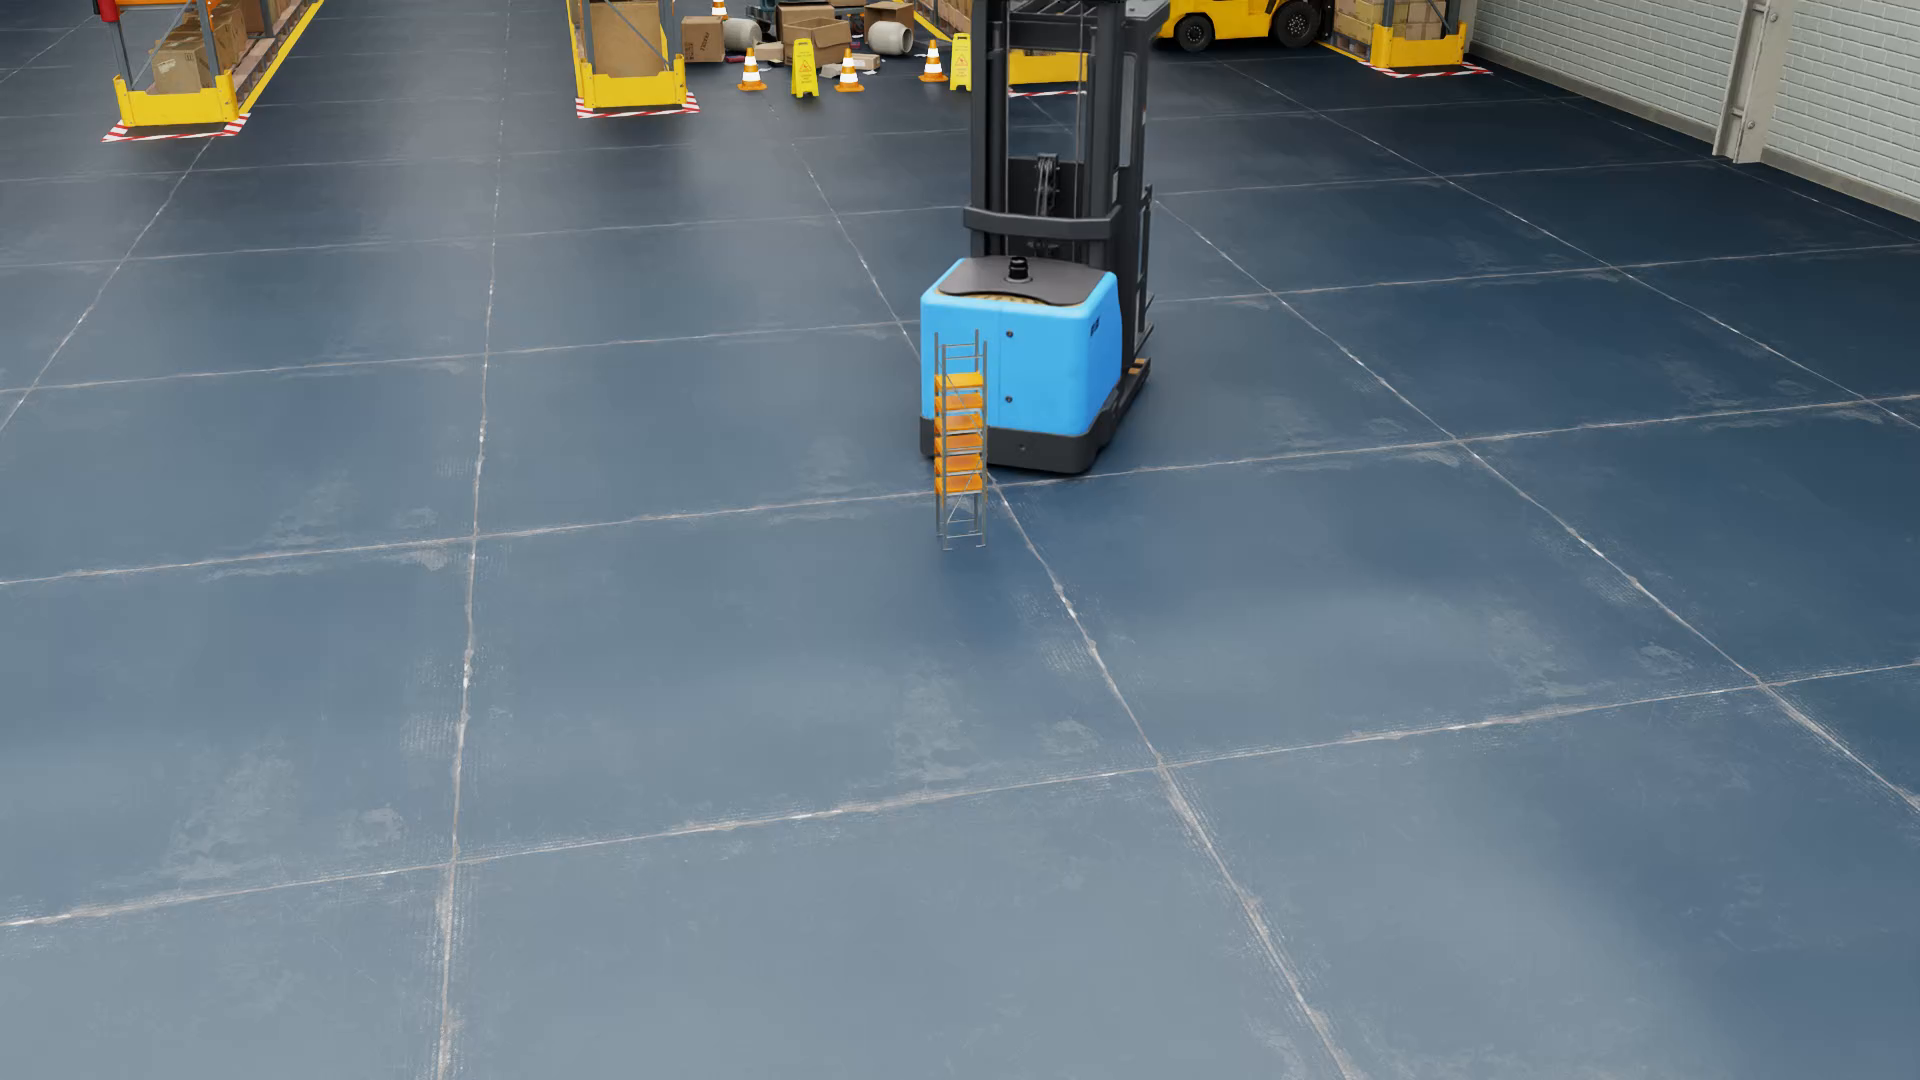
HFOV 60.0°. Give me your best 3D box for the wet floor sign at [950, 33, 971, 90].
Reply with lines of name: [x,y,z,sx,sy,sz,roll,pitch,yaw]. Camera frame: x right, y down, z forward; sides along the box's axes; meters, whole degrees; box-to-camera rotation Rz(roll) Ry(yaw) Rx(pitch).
wet floor sign: [0.027,-5.731,19.888,0.267,0.644,0.232,3,27,6]

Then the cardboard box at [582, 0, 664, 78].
cardboard box: [-3.990,-5.957,19.615,0.875,0.875,0.875,-6,27,-11]

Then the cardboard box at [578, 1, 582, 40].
cardboard box: [-4.601,-7.139,21.956,0.875,0.875,0.875,-6,27,-11]

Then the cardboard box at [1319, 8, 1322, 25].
cardboard box: [5.102,-7.279,22.929,0.500,0.250,0.500,-5,27,-10]

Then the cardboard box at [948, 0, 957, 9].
cardboard box: [0.127,-7.504,22.542,0.500,0.500,0.500,-5,27,-10]

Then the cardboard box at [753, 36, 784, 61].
cardboard box: [-2.493,-6.395,21.625,0.396,0.266,0.258,-1,27,-3]

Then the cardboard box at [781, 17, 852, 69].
cardboard box: [-1.836,-6.373,21.319,0.637,0.503,0.797,19,32,32]

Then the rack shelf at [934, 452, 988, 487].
rack shelf: [0.003,-0.382,9.041,0.258,0.103,0.180,-6,27,-12]

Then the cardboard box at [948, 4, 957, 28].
cardboard box: [0.126,-7.170,22.712,0.500,0.250,0.500,-4,27,-9]

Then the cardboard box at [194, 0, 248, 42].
cardboard box: [-9.479,-6.616,21.336,0.500,0.500,0.500,-7,28,-13]

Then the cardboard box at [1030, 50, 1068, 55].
cardboard box: [1.114,-6.316,21.020,0.500,0.250,0.500,-6,27,-12]

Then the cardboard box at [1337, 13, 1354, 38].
cardboard box: [5.345,-6.833,22.044,0.500,0.250,0.500,-6,27,-12]

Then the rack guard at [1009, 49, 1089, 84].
rack guard: [1.010,-5.891,20.367,1.175,0.500,0.348,-6,27,-12]

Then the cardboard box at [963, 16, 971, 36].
cardboard box: [0.350,-6.719,21.818,0.500,0.250,0.500,-7,28,-13]

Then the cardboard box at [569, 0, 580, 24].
cardboard box: [-4.902,-7.629,23.067,1.050,0.750,0.750,-6,27,-12]

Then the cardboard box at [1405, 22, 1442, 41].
cardboard box: [5.942,-6.675,21.731,0.500,0.250,0.500,-6,27,-11]

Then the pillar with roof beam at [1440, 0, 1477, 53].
pillar with roof beam: [2.389,-10.118,19.309,9.100,9.000,0.400,-6,27,-12]

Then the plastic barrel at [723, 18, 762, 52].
plastic barrel: [-2.925,-6.691,22.036,0.512,0.421,0.421,13,30,24]

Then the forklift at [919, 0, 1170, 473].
forklift: [0.675,-2.349,10.651,1.130,2.935,3.031,8,28,15]

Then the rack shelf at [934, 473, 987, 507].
rack shelf: [0.003,-0.275,9.095,0.258,0.103,0.180,-6,27,-12]

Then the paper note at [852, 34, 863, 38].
paper note: [-1.418,-6.999,23.082,0.148,0.019,0.142,-6,27,-12]

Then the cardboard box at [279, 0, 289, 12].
cardboard box: [-9.989,-7.778,23.616,0.700,0.500,0.500,-4,27,-7]

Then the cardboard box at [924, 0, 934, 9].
cardboard box: [0.005,-7.974,24.170,0.950,0.372,0.625,-6,27,-11]

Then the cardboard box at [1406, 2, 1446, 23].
cardboard box: [5.958,-6.890,21.603,0.500,0.250,0.500,-5,27,-11]

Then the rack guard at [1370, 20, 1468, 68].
rack guard: [5.867,-6.353,21.282,1.175,0.500,0.348,-6,27,-12]

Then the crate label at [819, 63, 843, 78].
crate label: [-1.569,-5.831,20.650,0.250,0.136,0.298,-23,35,-38]

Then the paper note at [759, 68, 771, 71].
paper note: [-2.463,-5.943,20.993,0.144,0.017,0.142,3,27,6]

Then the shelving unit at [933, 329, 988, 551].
shelving unit: [0.003,-0.529,8.967,0.258,1.200,0.189,-6,27,-12]

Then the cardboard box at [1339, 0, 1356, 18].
cardboard box: [5.345,-7.066,21.951,0.500,0.250,0.500,-6,27,-12]

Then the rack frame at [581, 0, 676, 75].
rack frame: [-3.773,-6.427,18.654,1.000,3.000,0.127,-6,27,-12]

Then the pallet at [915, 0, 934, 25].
pallet: [-0.052,-7.827,24.522,1.003,0.211,1.213,-6,27,-12]

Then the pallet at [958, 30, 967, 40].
pallet: [0.589,-6.657,22.205,1.003,0.211,1.213,-6,27,-12]

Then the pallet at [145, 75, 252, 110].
pallet: [-8.794,-5.116,19.152,1.003,0.211,1.213,-6,27,-12]

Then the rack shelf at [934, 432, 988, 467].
rack shelf: [0.003,-0.490,8.987,0.258,0.103,0.180,-6,27,-12]

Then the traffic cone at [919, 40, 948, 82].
traffic cone: [-0.327,-5.899,20.424,0.336,0.463,0.334,-6,27,-12]

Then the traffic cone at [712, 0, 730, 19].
traffic cone: [-3.506,-7.792,24.175,0.336,0.463,0.334,-6,27,-12]

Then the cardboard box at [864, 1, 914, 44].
cardboard box: [-0.959,-7.007,22.574,0.500,0.500,0.500,13,30,24]

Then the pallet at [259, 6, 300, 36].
pallet: [-9.985,-7.357,23.592,1.003,0.211,1.213,-6,27,-12]

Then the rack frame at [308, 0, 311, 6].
rack frame: [-10.431,-9.480,24.702,1.000,3.000,0.127,-6,27,-12]

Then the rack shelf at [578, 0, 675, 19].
rack shelf: [-4.224,-6.984,20.556,1.077,0.370,4.000,-6,27,-12]

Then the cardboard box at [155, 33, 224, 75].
cardboard box: [-8.921,-5.574,19.272,0.500,0.500,0.500,1,27,2]

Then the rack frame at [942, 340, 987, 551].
rack frame: [0.024,-0.489,8.887,0.240,1.200,0.006,-6,27,-12]

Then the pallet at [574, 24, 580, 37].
pallet: [-4.922,-7.269,23.418,1.003,0.211,1.213,-6,27,-12]

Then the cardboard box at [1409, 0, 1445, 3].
cardboard box: [5.938,-7.116,21.496,0.500,0.250,0.500,-6,27,-12]

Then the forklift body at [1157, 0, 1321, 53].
forklift body: [3.657,-7.748,22.213,2.313,2.155,1.214,-6,27,-12]

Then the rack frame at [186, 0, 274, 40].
rack frame: [-9.530,-7.724,21.223,1.000,3.000,0.127,-6,27,-12]

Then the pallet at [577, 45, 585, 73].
pallet: [-4.301,-6.060,21.021,1.003,0.211,1.213,-6,27,-12]

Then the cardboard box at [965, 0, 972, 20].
cardboard box: [0.364,-7.045,21.632,0.500,0.500,0.500,-7,28,-13]

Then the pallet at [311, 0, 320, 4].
pallet: [-10.536,-8.589,26.032,1.003,0.211,1.213,-6,27,-12]

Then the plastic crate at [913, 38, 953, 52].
plastic crate: [-0.320,-6.654,22.344,0.402,0.080,0.583,-16,31,-29]

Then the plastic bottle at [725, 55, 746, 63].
plastic bottle: [-2.882,-6.225,21.516,0.283,0.061,0.133,-16,31,-29]

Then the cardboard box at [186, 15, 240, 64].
cardboard box: [-9.126,-6.100,20.315,0.500,0.500,0.500,-8,28,-16]

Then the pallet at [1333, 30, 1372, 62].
pallet: [5.649,-6.566,22.025,1.003,0.211,1.213,-6,27,-12]

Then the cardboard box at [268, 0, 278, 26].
cardboard box: [-9.736,-7.287,22.644,0.700,0.500,0.500,-6,27,-12]

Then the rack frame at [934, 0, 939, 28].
rack frame: [0.125,-8.730,23.217,1.000,3.000,0.127,-6,27,-12]

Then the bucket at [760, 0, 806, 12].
bucket: [-2.398,-7.575,22.874,0.726,0.611,0.620,3,17,6]

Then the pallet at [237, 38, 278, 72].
pallet: [-9.344,-6.188,21.275,1.003,0.211,1.213,-6,27,-12]
